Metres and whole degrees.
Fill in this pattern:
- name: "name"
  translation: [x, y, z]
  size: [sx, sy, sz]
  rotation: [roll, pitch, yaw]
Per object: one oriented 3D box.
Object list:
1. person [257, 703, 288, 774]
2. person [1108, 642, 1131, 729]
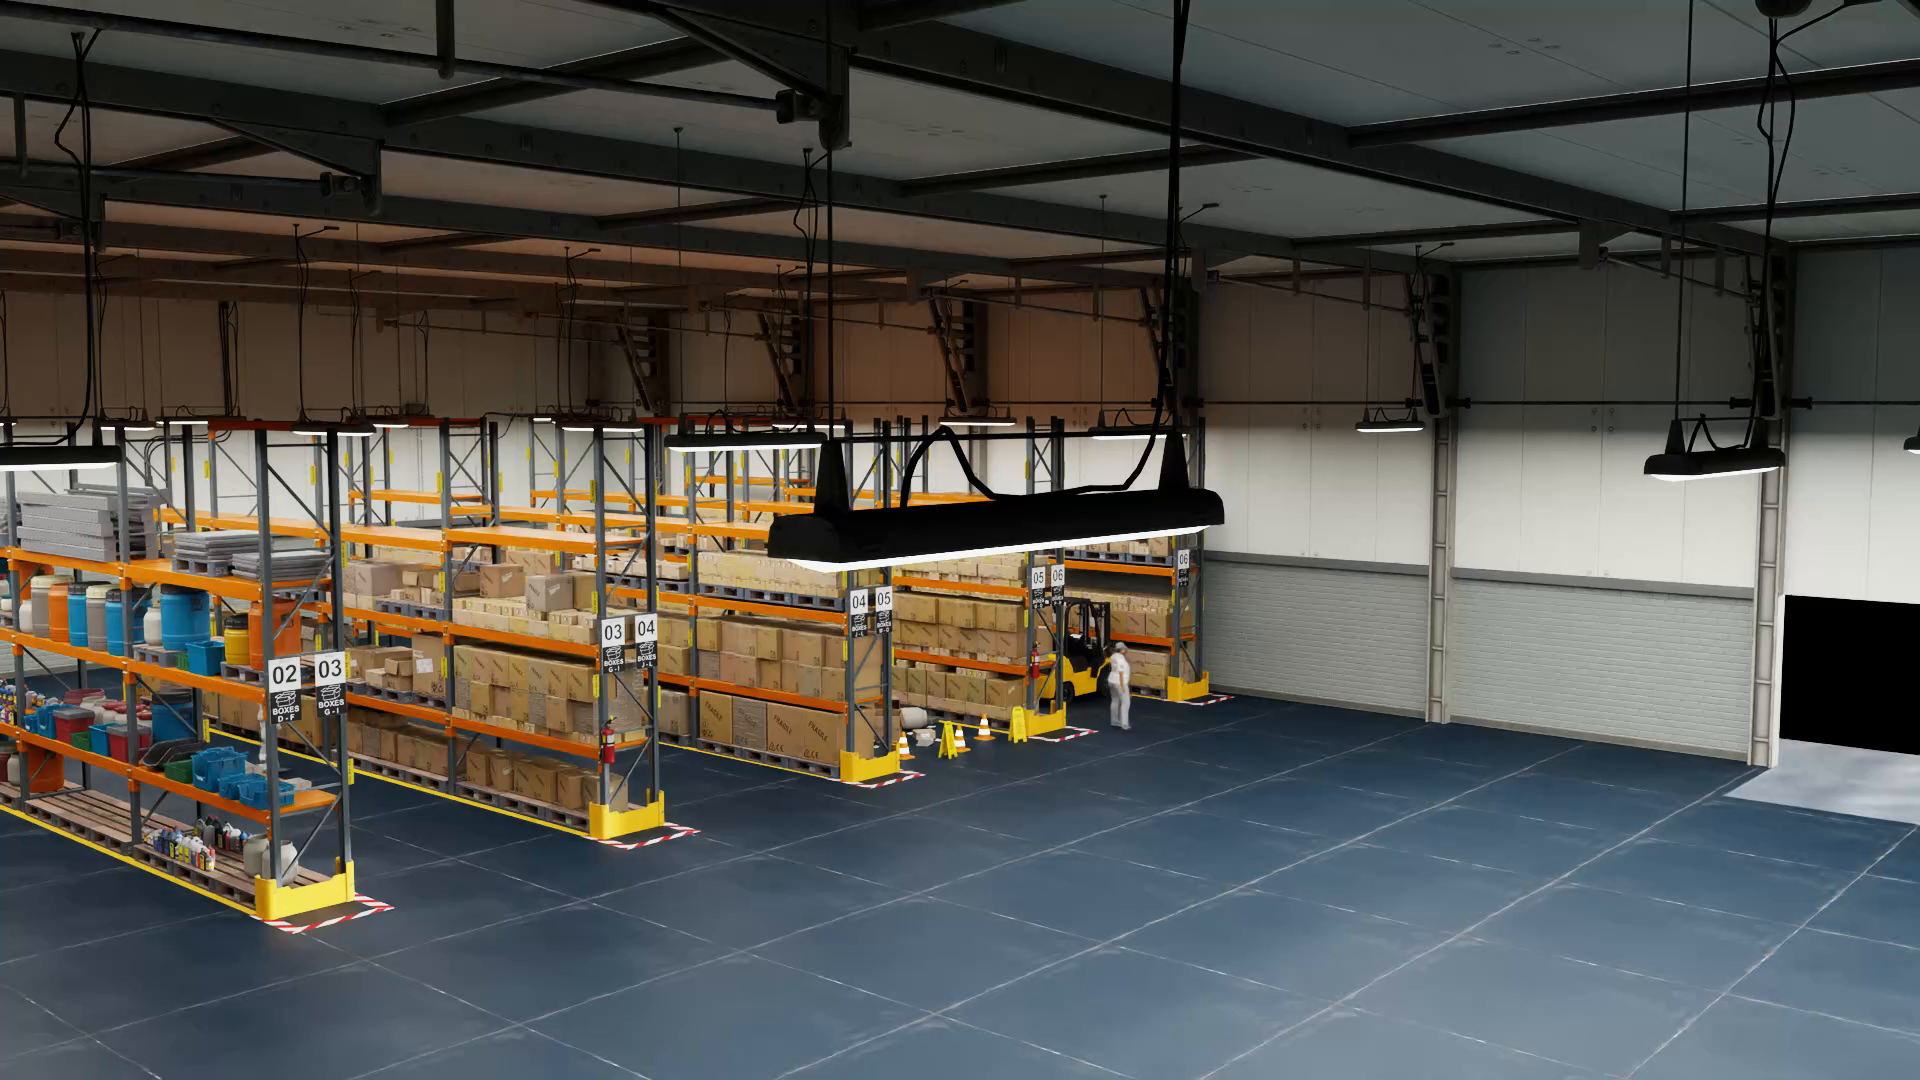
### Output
- name: "person"
  translation: [-11.711, 3.089, 28.283]
  size: [0.472, 1.806, 0.594]
  rotation: [-1, 5, -9]
- name: "person"
  translation: [3.115, 2.850, 32.384]
  size: [0.396, 1.732, 0.581]
  rotation: [-2, 5, -23]
